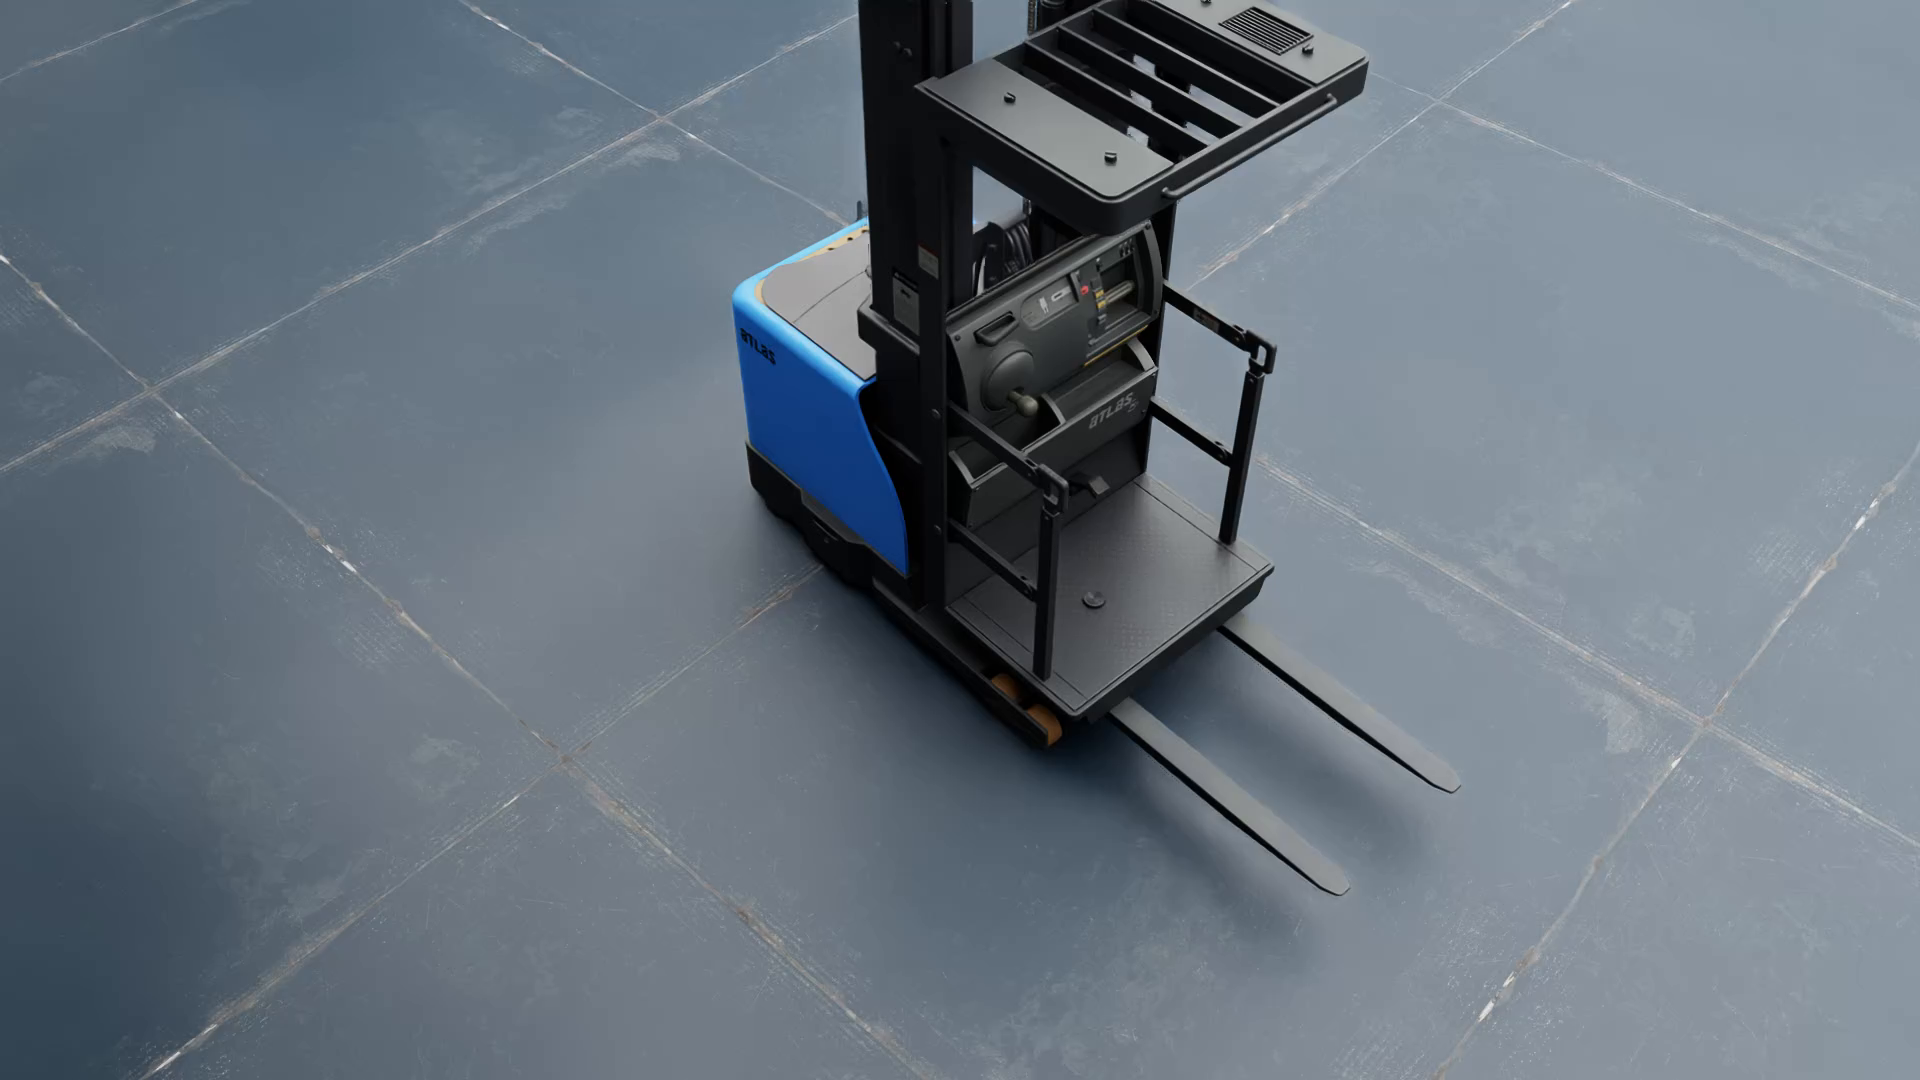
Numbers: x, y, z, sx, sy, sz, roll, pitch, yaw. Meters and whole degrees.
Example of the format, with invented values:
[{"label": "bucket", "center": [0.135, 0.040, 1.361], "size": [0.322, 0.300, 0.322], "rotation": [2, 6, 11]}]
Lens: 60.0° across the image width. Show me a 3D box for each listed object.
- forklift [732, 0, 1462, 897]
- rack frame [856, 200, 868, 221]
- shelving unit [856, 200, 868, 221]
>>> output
[{"label": "forklift", "center": [0.478, -0.662, 5.469], "size": [1.130, 2.935, 3.031], "rotation": [-33, 55, -27]}, {"label": "rack frame", "center": [-0.321, -1.140, 7.311], "size": [0.240, 0.900, 0.006], "rotation": [-16, 49, -15]}, {"label": "shelving unit", "center": [-0.283, -1.071, 7.247], "size": [0.258, 0.900, 0.210], "rotation": [-16, 49, -15]}]
